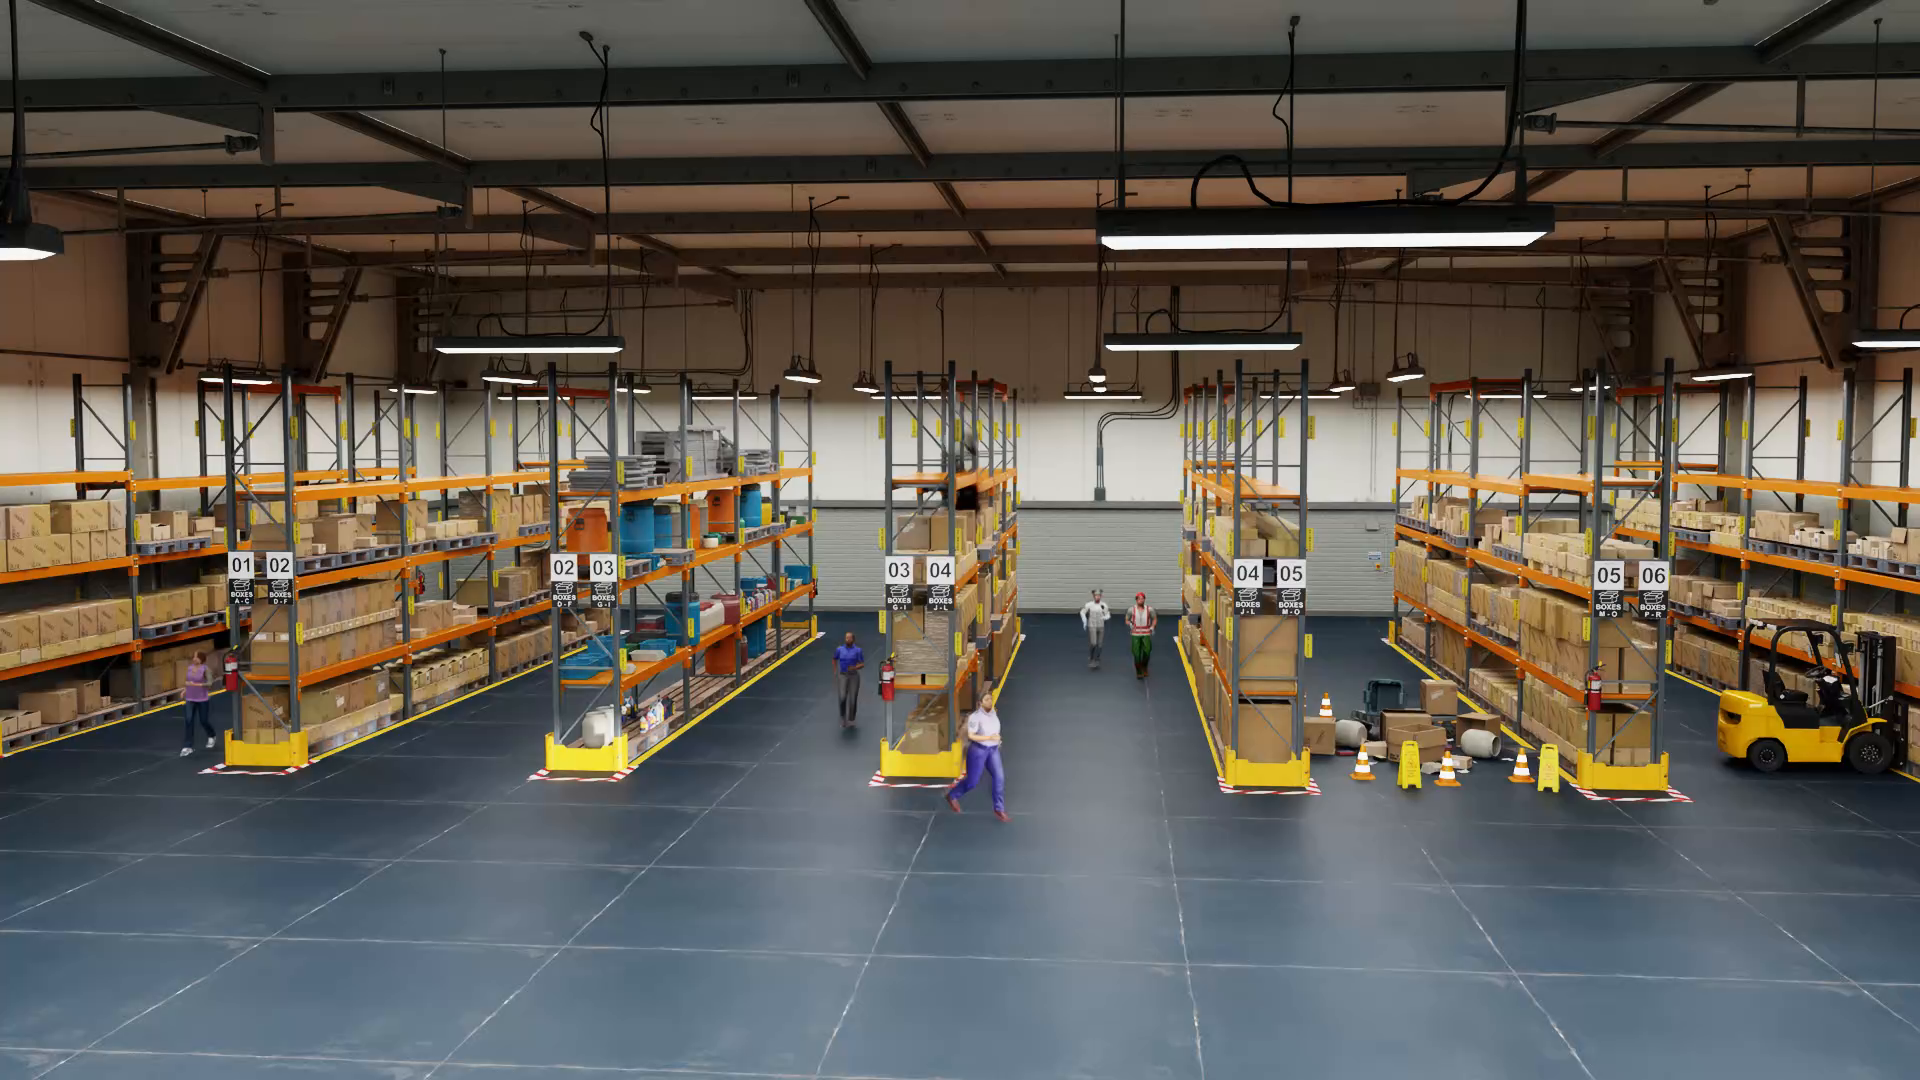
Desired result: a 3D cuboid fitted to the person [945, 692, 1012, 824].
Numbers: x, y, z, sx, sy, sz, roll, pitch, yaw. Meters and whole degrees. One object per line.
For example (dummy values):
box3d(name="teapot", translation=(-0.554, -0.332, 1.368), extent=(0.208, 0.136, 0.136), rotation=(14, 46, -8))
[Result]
box3d(name="person", translation=(0.270, 2.781, 21.448), extent=(0.614, 1.664, 0.939), rotation=(-4, 5, -44))

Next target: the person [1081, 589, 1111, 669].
box3d(name="person", translation=(2.868, 1.860, 34.930), extent=(0.582, 1.690, 0.658), rotation=(0, 4, -7))

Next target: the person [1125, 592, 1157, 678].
box3d(name="person", translation=(3.636, 1.922, 33.345), extent=(0.643, 1.741, 0.587), rotation=(0, 4, 5))

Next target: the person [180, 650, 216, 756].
box3d(name="person", translation=(-11.810, 2.495, 25.698), extent=(0.539, 1.573, 0.844), rotation=(0, 4, 5))

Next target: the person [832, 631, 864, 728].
box3d(name="person", translation=(-1.878, 2.348, 27.877), extent=(0.550, 1.617, 0.646), rotation=(0, 4, -2))
